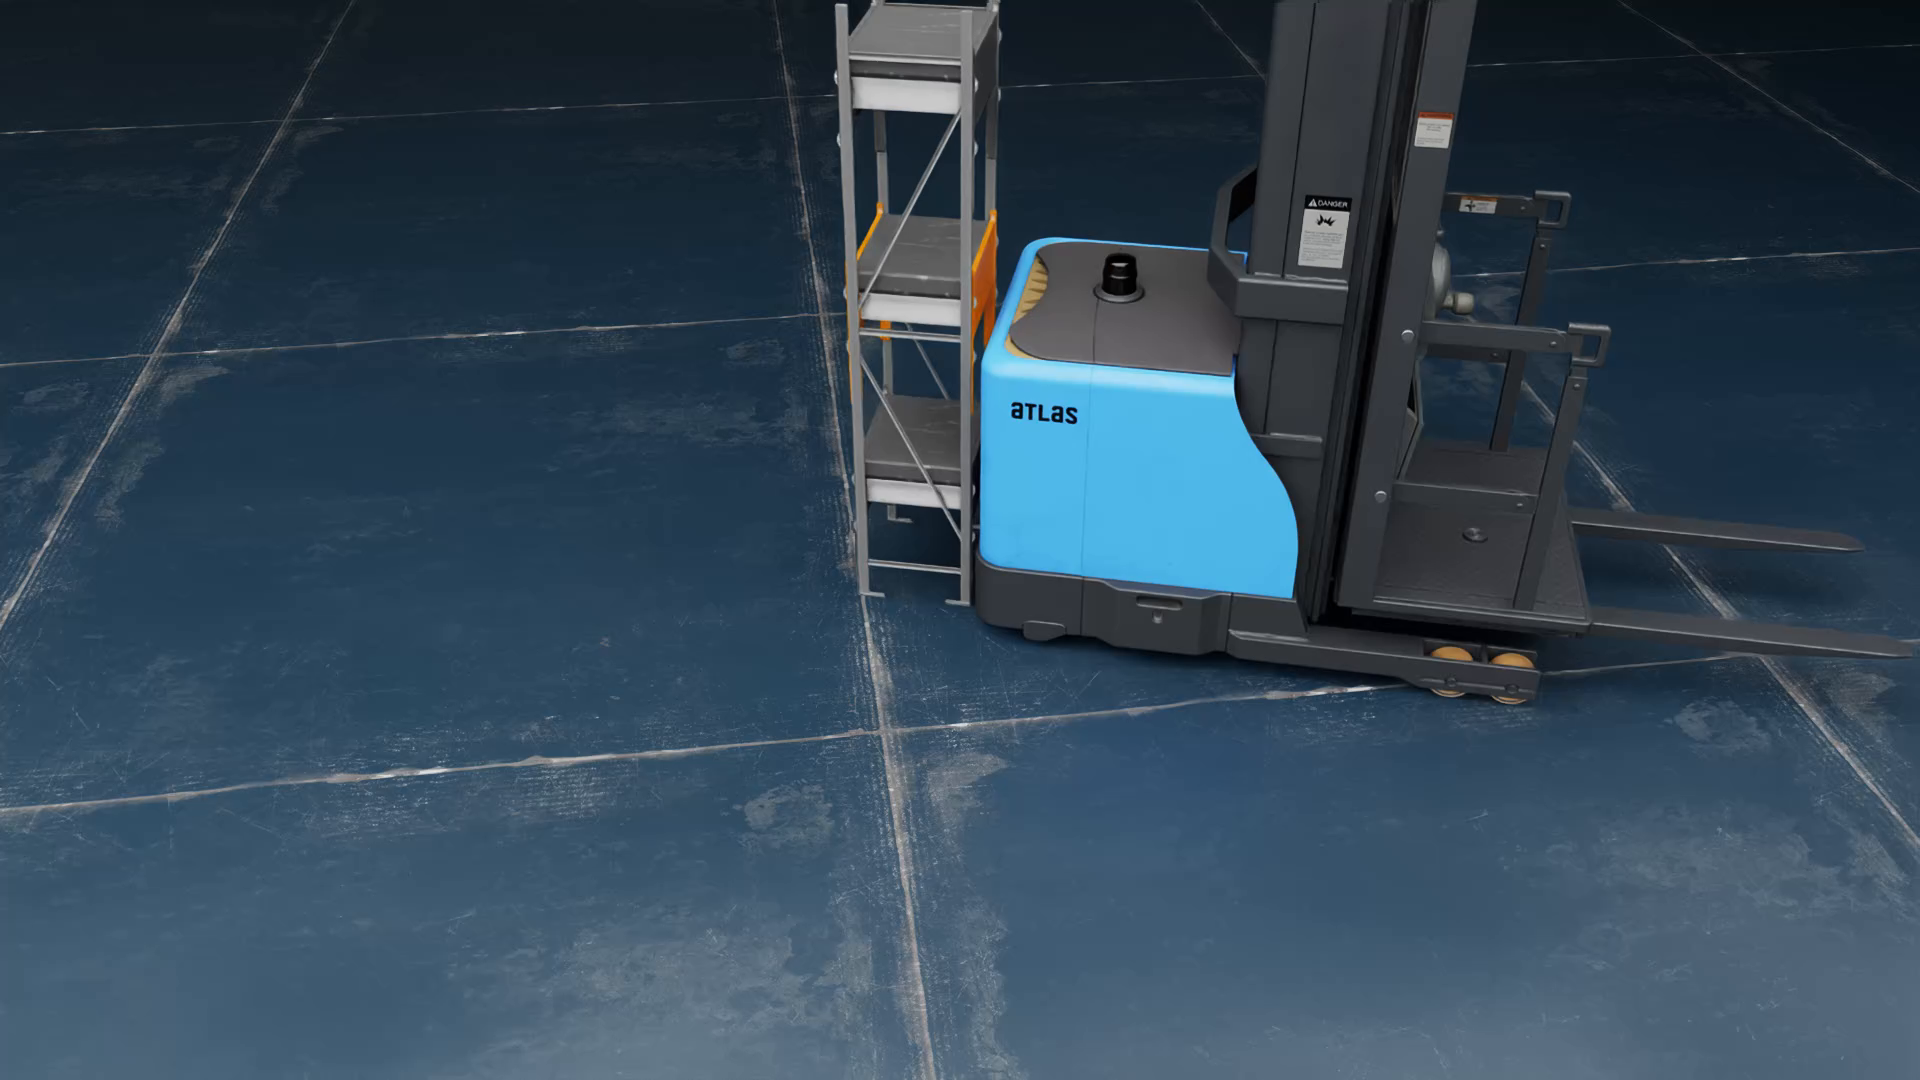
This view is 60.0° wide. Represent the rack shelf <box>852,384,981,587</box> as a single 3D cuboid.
[{"bbox_3d":[-0.119,-0.200,5.946,0.431,0.518,0.480,5,35,8],"label":"rack shelf"}]

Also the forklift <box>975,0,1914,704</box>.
[{"bbox_3d":[1.621,-0.999,5.113,3.031,2.935,1.130,6,35,9],"label":"forklift"}]

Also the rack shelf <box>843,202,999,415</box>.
[{"bbox_3d":[-0.119,-0.778,5.552,0.431,0.518,0.480,5,35,8],"label":"rack shelf"}]

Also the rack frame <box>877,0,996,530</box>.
[{"bbox_3d":[-0.078,-0.925,5.743,0.400,2.100,0.015,5,35,8],"label":"rack frame"}]

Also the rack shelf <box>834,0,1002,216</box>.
[{"bbox_3d":[-0.119,-1.357,5.157,0.431,0.518,0.480,5,35,8],"label":"rack shelf"}]

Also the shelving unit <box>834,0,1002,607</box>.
[{"bbox_3d":[-0.119,-0.789,5.544,0.431,2.100,0.503,5,35,8],"label":"shelving unit"}]

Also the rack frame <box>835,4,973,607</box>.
[{"bbox_3d":[-0.160,-0.654,5.345,0.400,2.100,0.015,5,35,8],"label":"rack frame"}]
